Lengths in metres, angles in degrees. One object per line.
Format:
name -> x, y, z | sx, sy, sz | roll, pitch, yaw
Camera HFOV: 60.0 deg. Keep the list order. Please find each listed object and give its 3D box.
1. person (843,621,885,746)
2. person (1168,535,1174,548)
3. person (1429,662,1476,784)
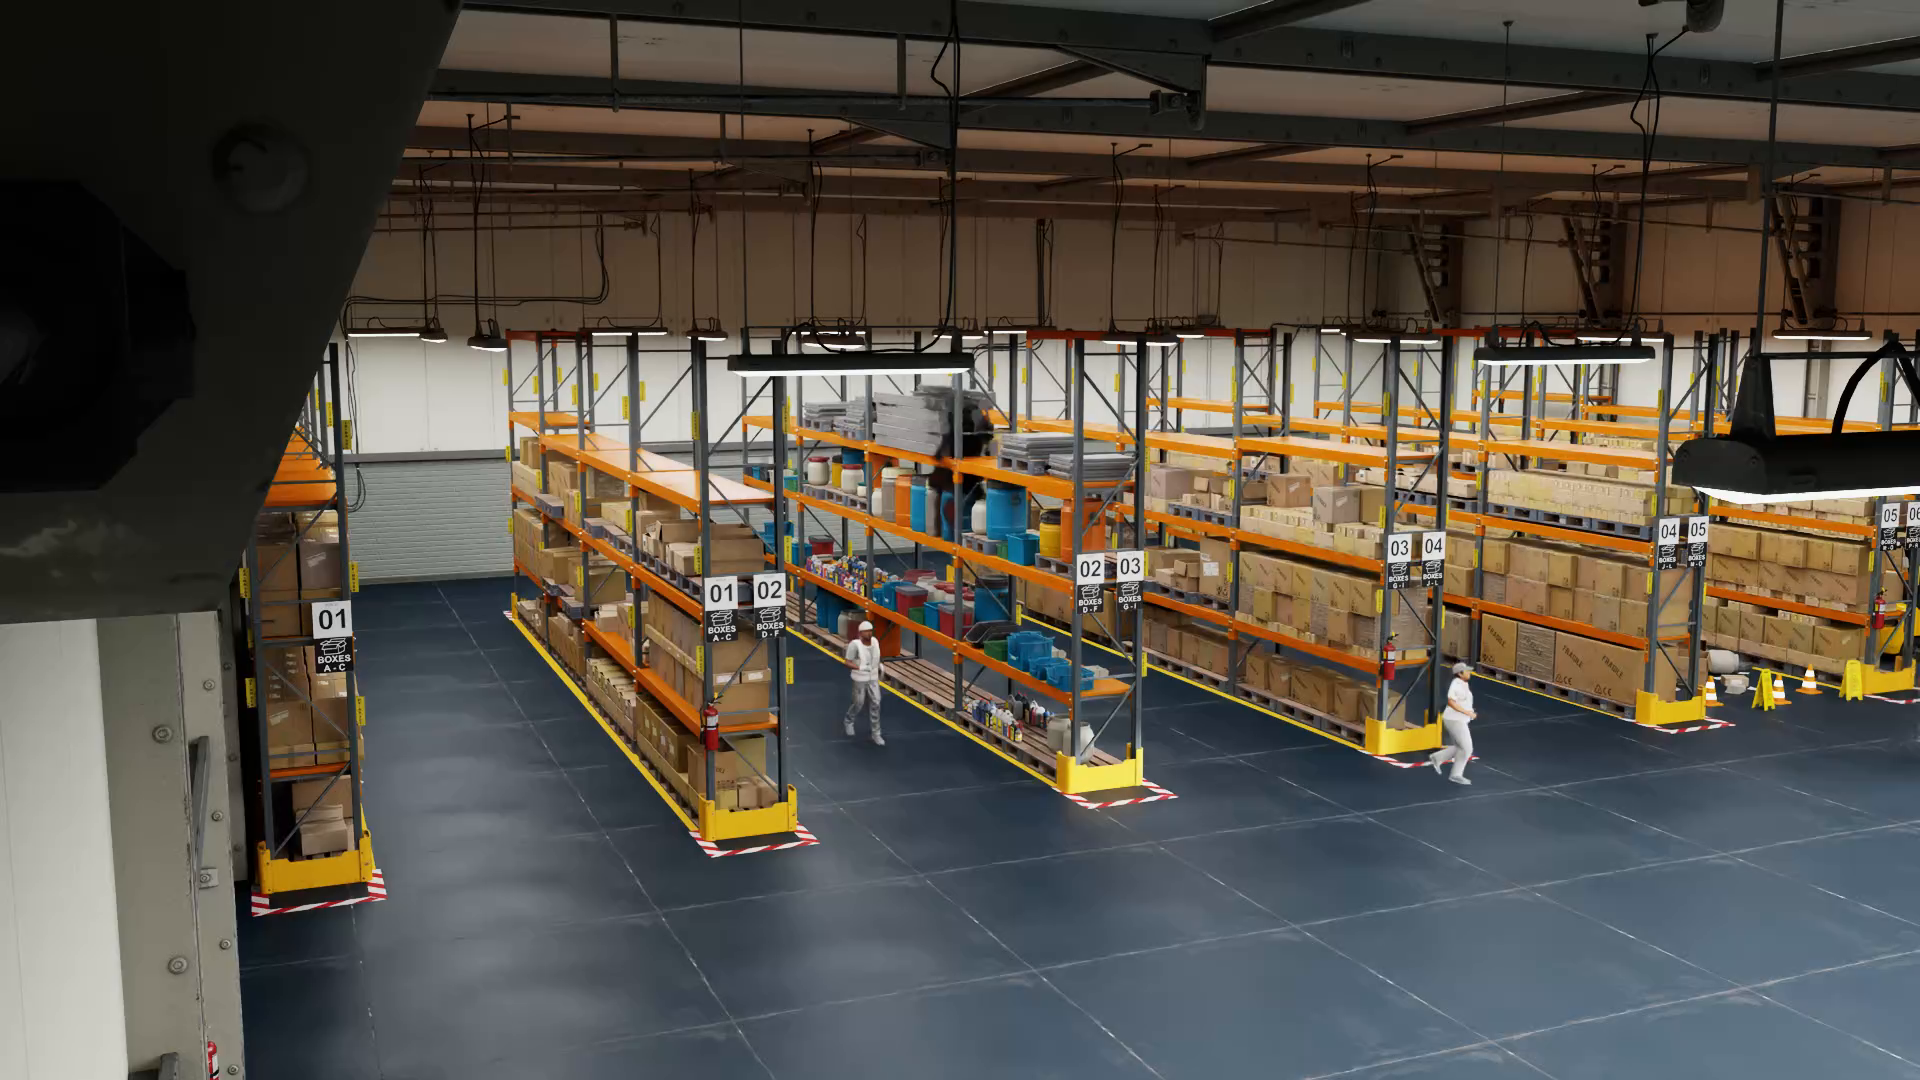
person -> -1.414, 2.094, 24.682 | 0.706, 1.819, 0.864 | -5, 9, -34
person -> 5.375, -0.264, 42.258 | 0.585, 1.730, 0.703 | -3, 8, -21
person -> 6.755, 2.473, 22.689 | 0.573, 1.618, 0.640 | 3, 8, 21
